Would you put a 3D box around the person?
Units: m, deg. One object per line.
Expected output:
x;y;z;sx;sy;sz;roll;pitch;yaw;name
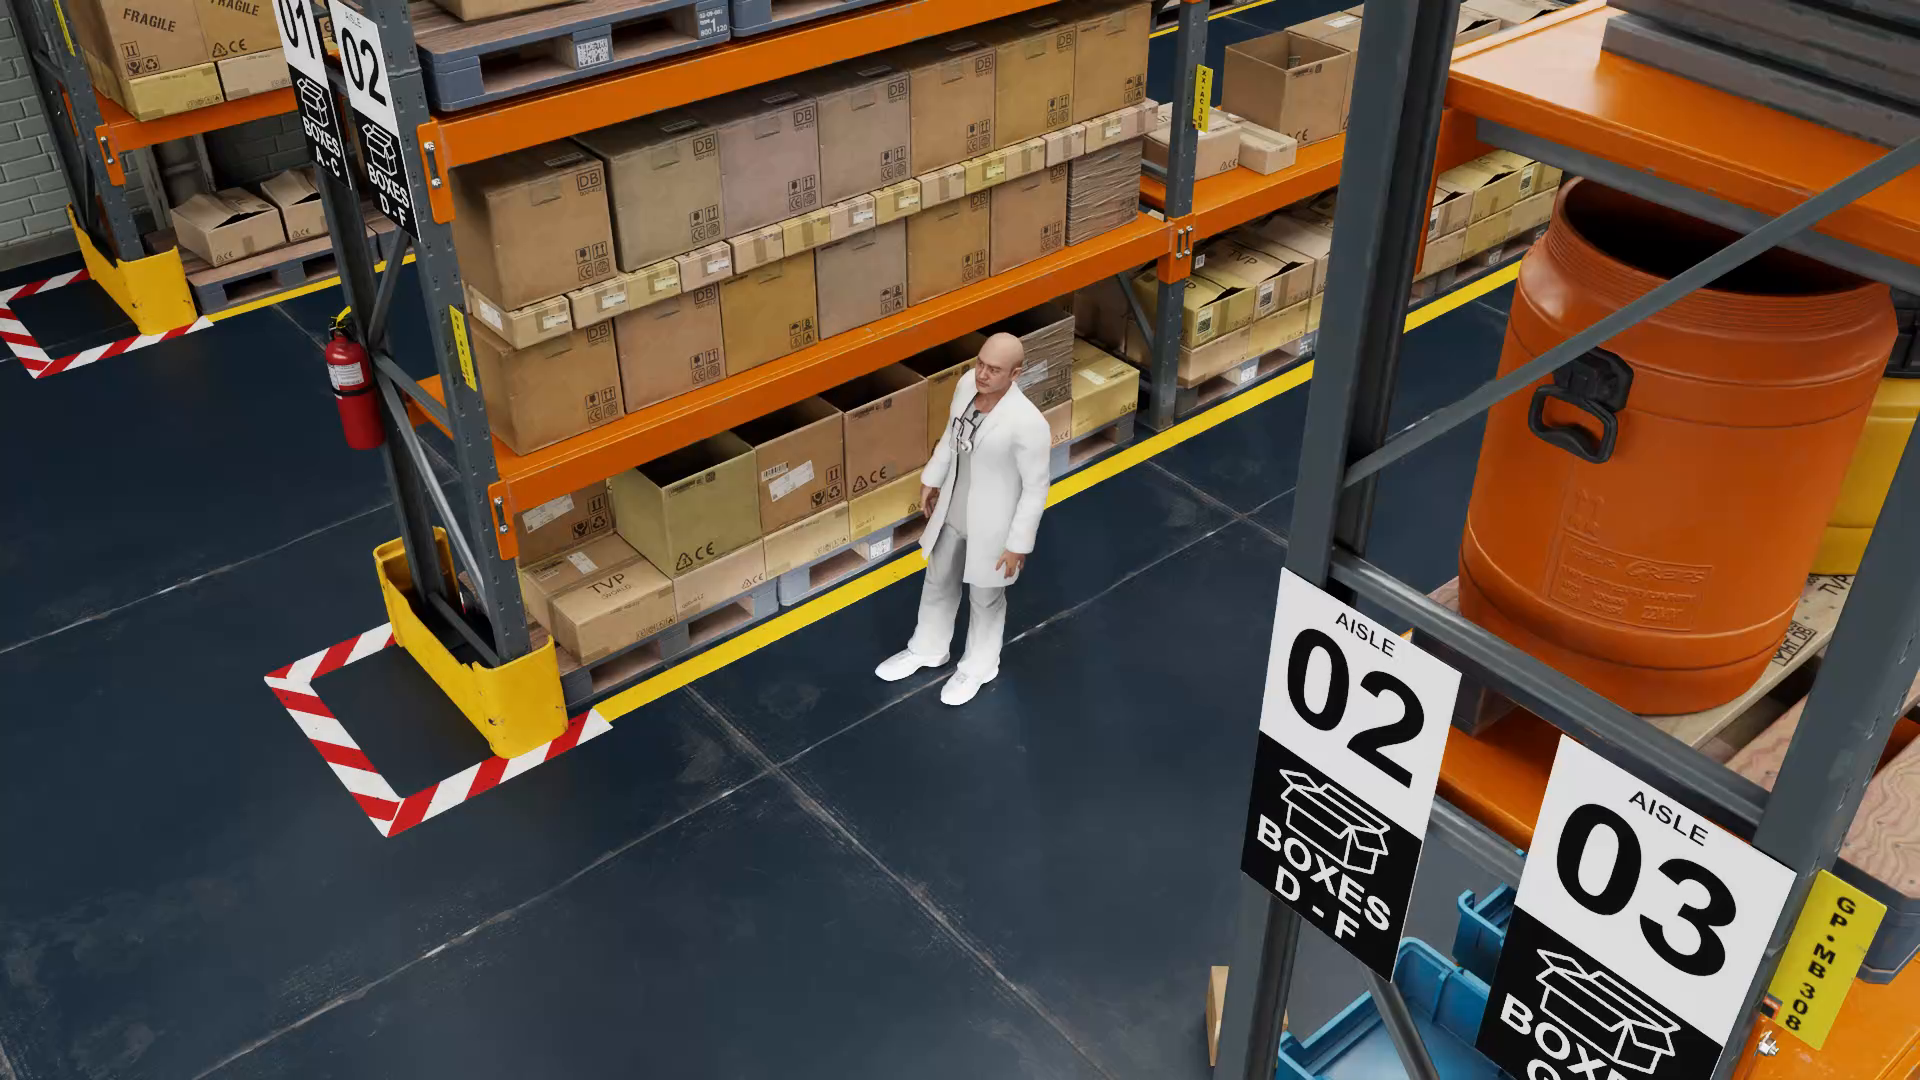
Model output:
0.016;-0.057;7.159;0.579;1.777;0.695;-26;43;-32;person
